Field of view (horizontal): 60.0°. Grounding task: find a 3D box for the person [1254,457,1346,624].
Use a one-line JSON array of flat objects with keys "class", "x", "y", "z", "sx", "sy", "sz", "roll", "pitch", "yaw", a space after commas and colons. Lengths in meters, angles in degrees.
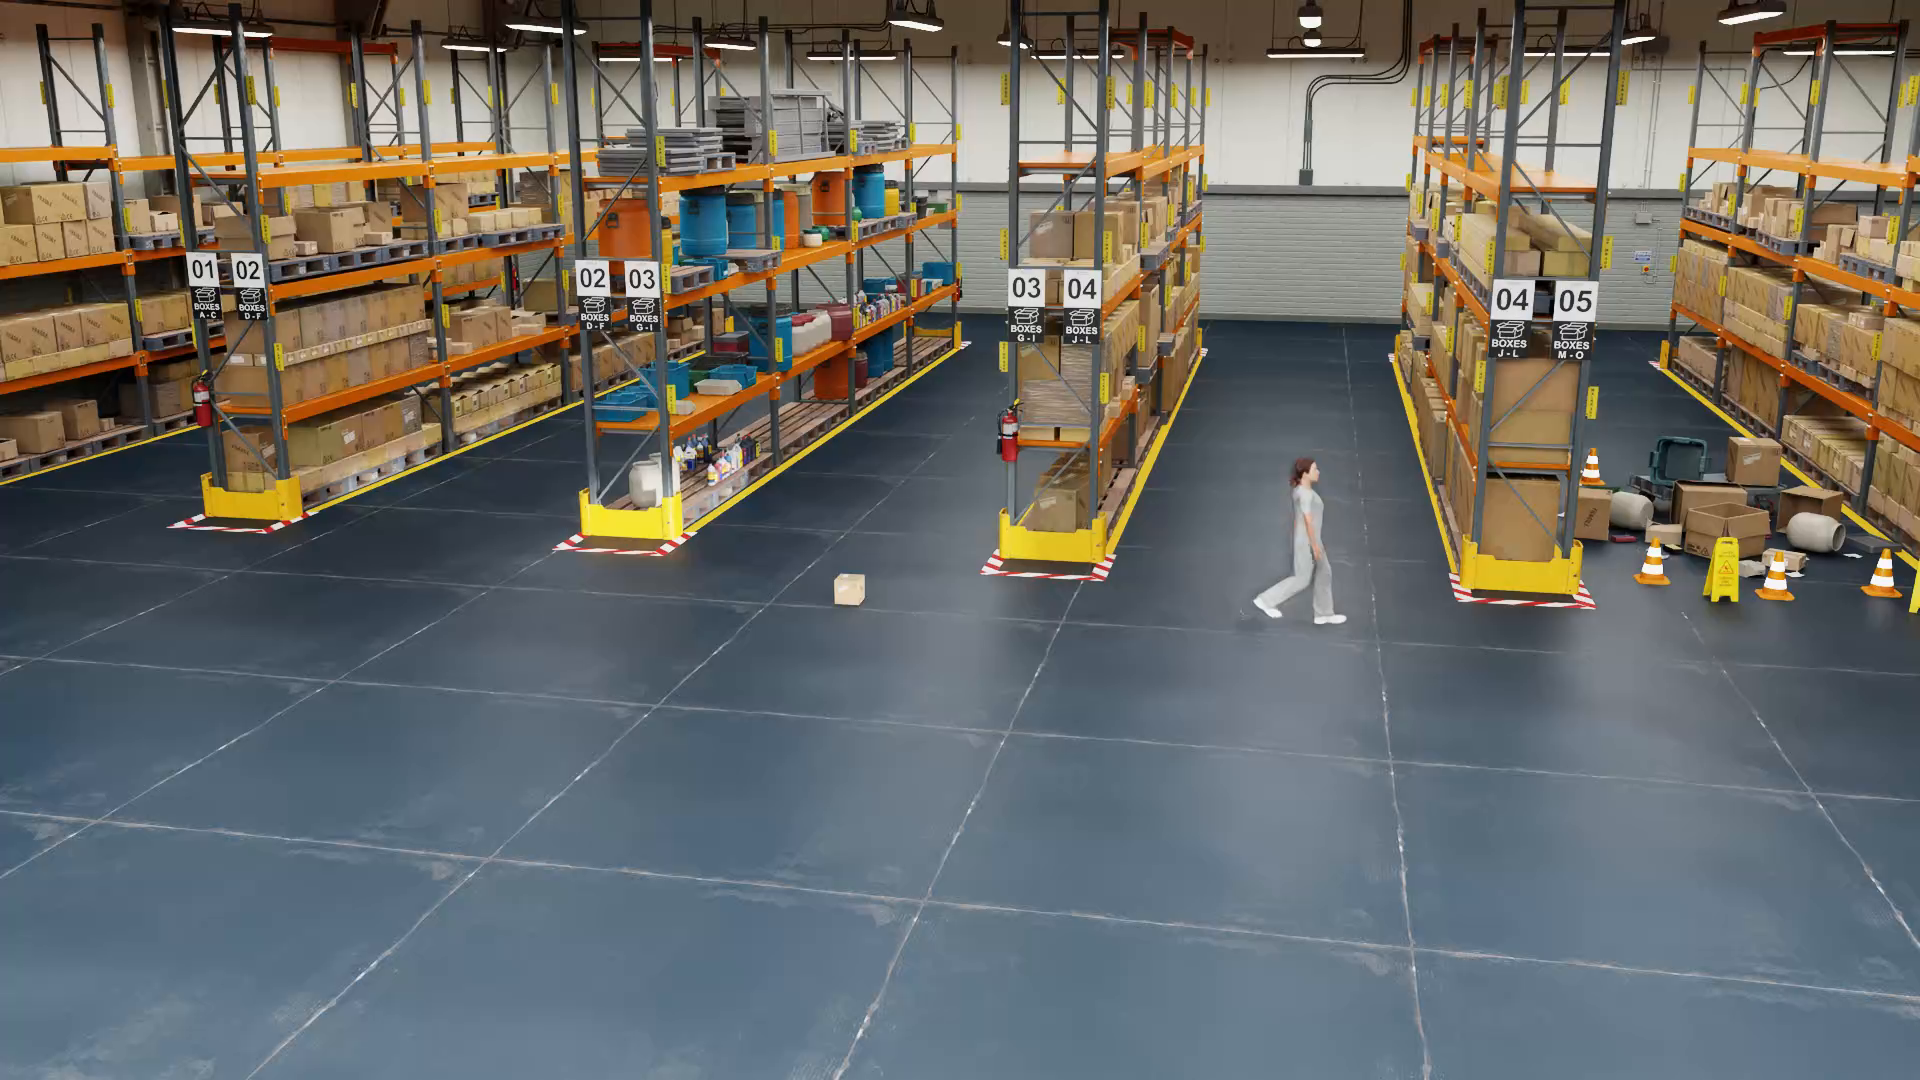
[{"class": "person", "x": 3.294, "y": 0.015, "z": 15.940, "sx": 0.898, "sy": 1.639, "sz": 0.451, "roll": 2, "pitch": 15, "yaw": 8}]
